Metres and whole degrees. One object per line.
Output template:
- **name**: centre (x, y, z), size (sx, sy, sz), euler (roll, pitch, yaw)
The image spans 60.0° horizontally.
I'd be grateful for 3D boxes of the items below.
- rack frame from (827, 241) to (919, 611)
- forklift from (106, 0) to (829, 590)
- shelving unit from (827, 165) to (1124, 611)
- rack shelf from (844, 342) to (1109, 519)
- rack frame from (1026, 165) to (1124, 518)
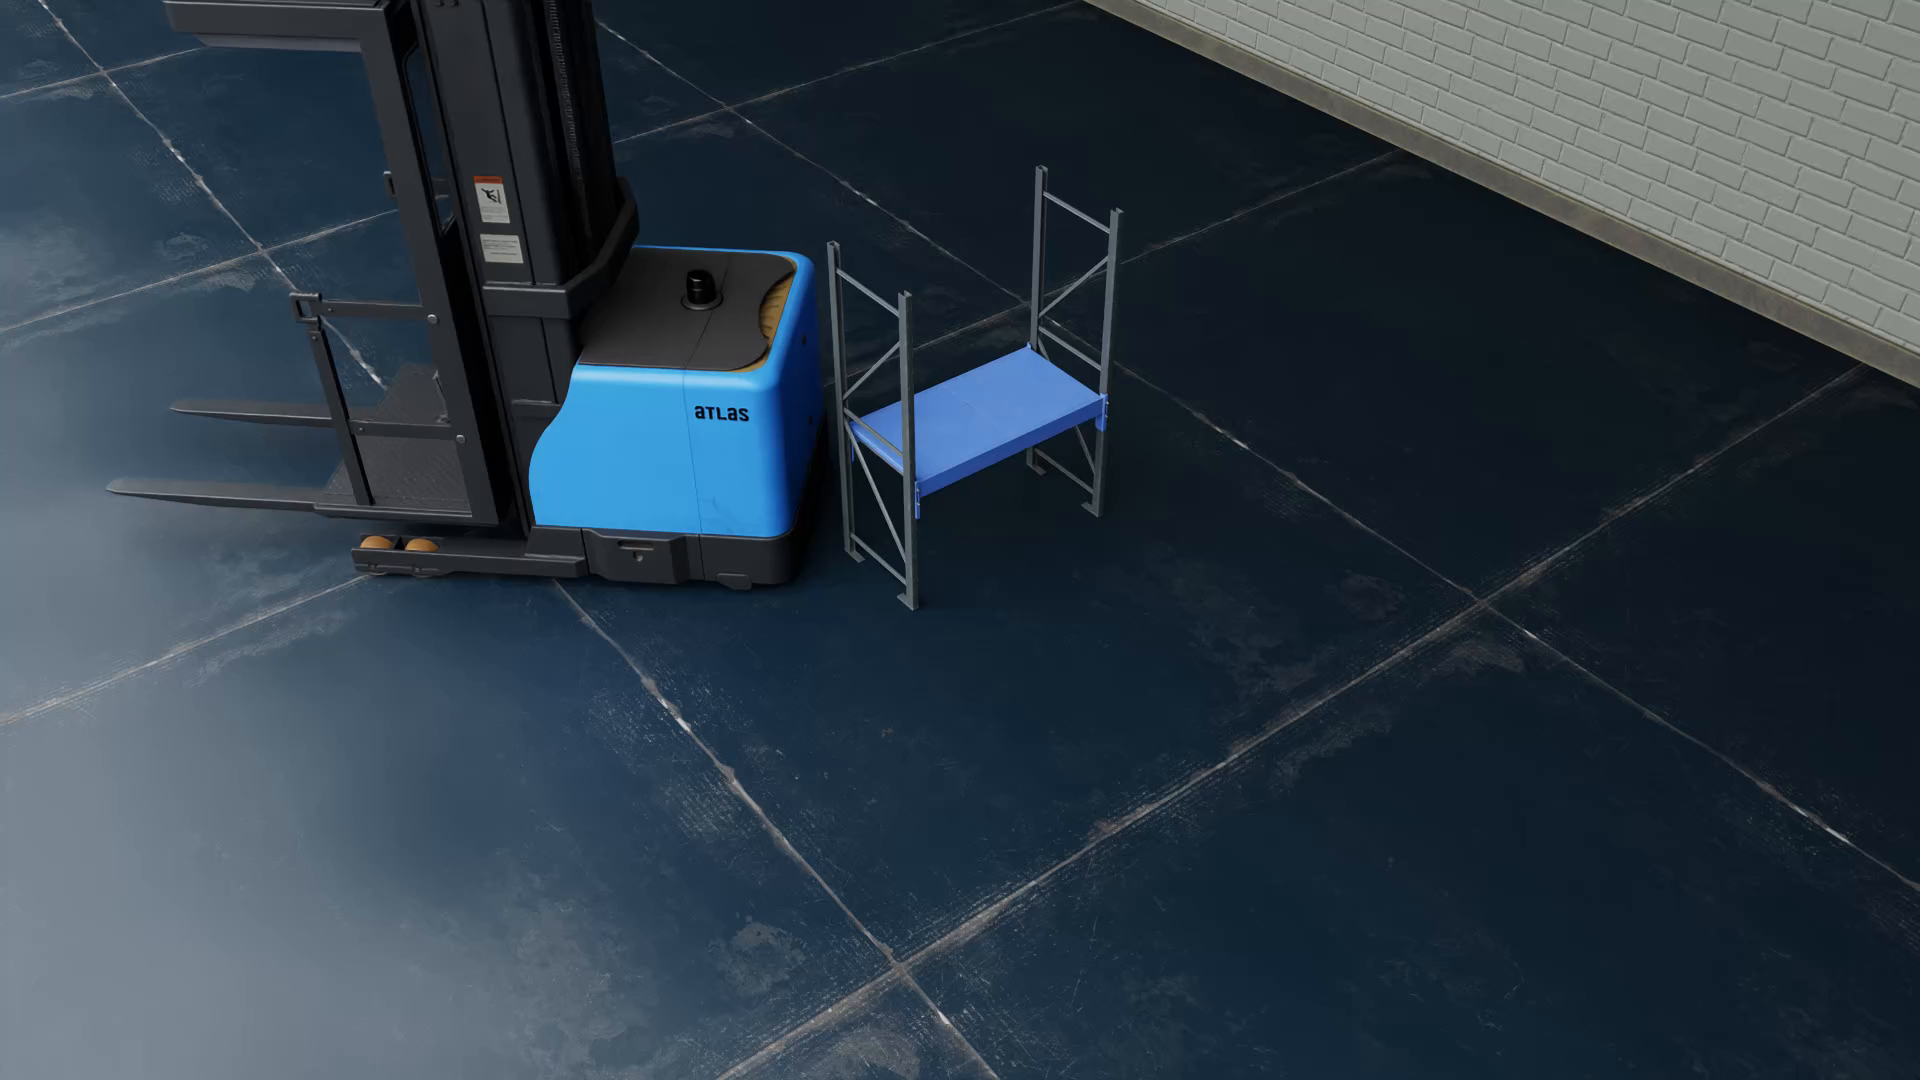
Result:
- **rack frame**: centre (-0.335, -0.416, 6.575), size (0.032, 1.500, 0.500), euler (-26, 46, -28)
- **forklift**: centre (-2.147, -1.304, 6.529), size (3.031, 2.935, 1.130), euler (3, 39, 4)
- **shelving unit**: centre (0.068, -0.613, 6.815), size (1.048, 1.500, 0.538), euler (-26, 46, -28)
- **rack shelf**: centre (0.068, -0.474, 6.929), size (1.000, 0.185, 0.538), euler (-26, 46, -28)
- **rack frame**: centre (0.471, -0.809, 7.054), size (0.032, 1.500, 0.500), euler (-26, 46, -28)
